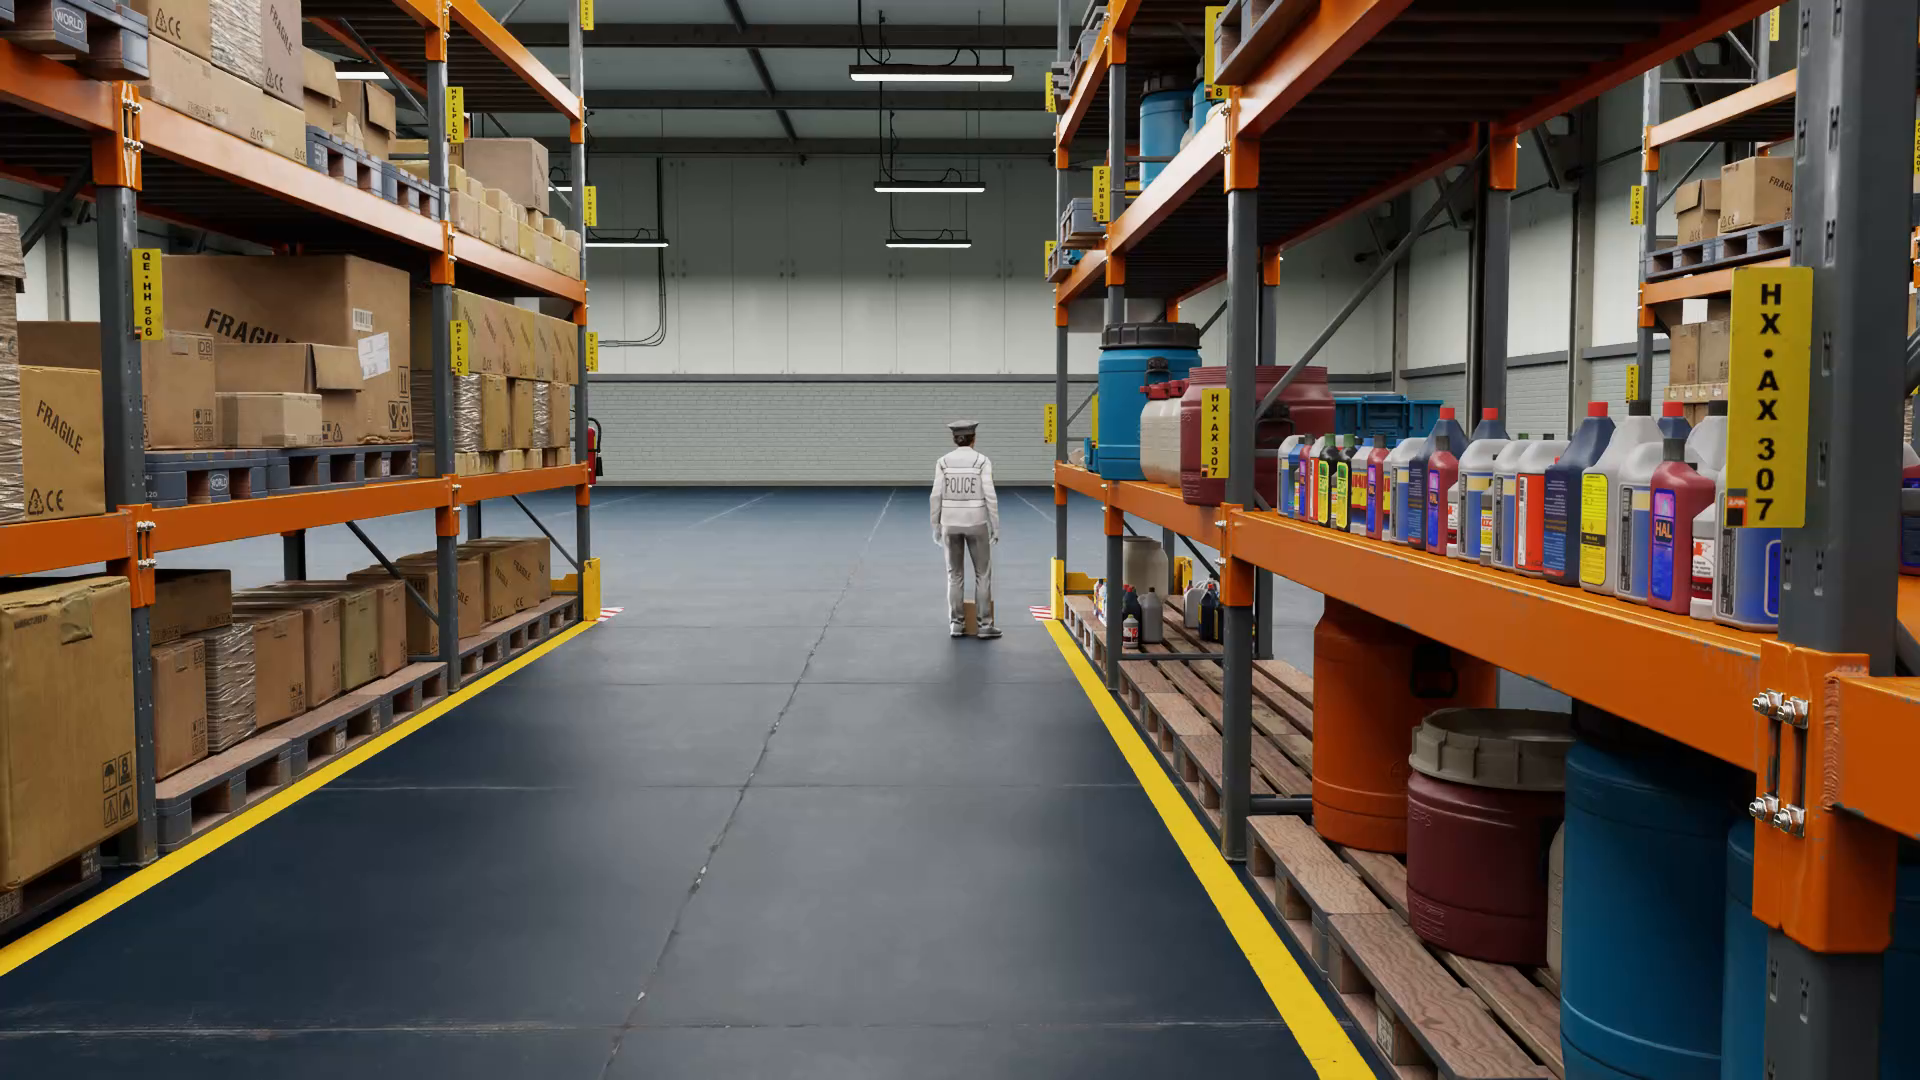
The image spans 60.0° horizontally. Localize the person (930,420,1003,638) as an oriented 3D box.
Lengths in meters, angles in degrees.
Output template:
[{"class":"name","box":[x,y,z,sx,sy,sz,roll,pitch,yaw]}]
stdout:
[{"class":"person","box":[0.044,-0.088,12.751,0.547,1.667,0.408,1,4,15]}]
